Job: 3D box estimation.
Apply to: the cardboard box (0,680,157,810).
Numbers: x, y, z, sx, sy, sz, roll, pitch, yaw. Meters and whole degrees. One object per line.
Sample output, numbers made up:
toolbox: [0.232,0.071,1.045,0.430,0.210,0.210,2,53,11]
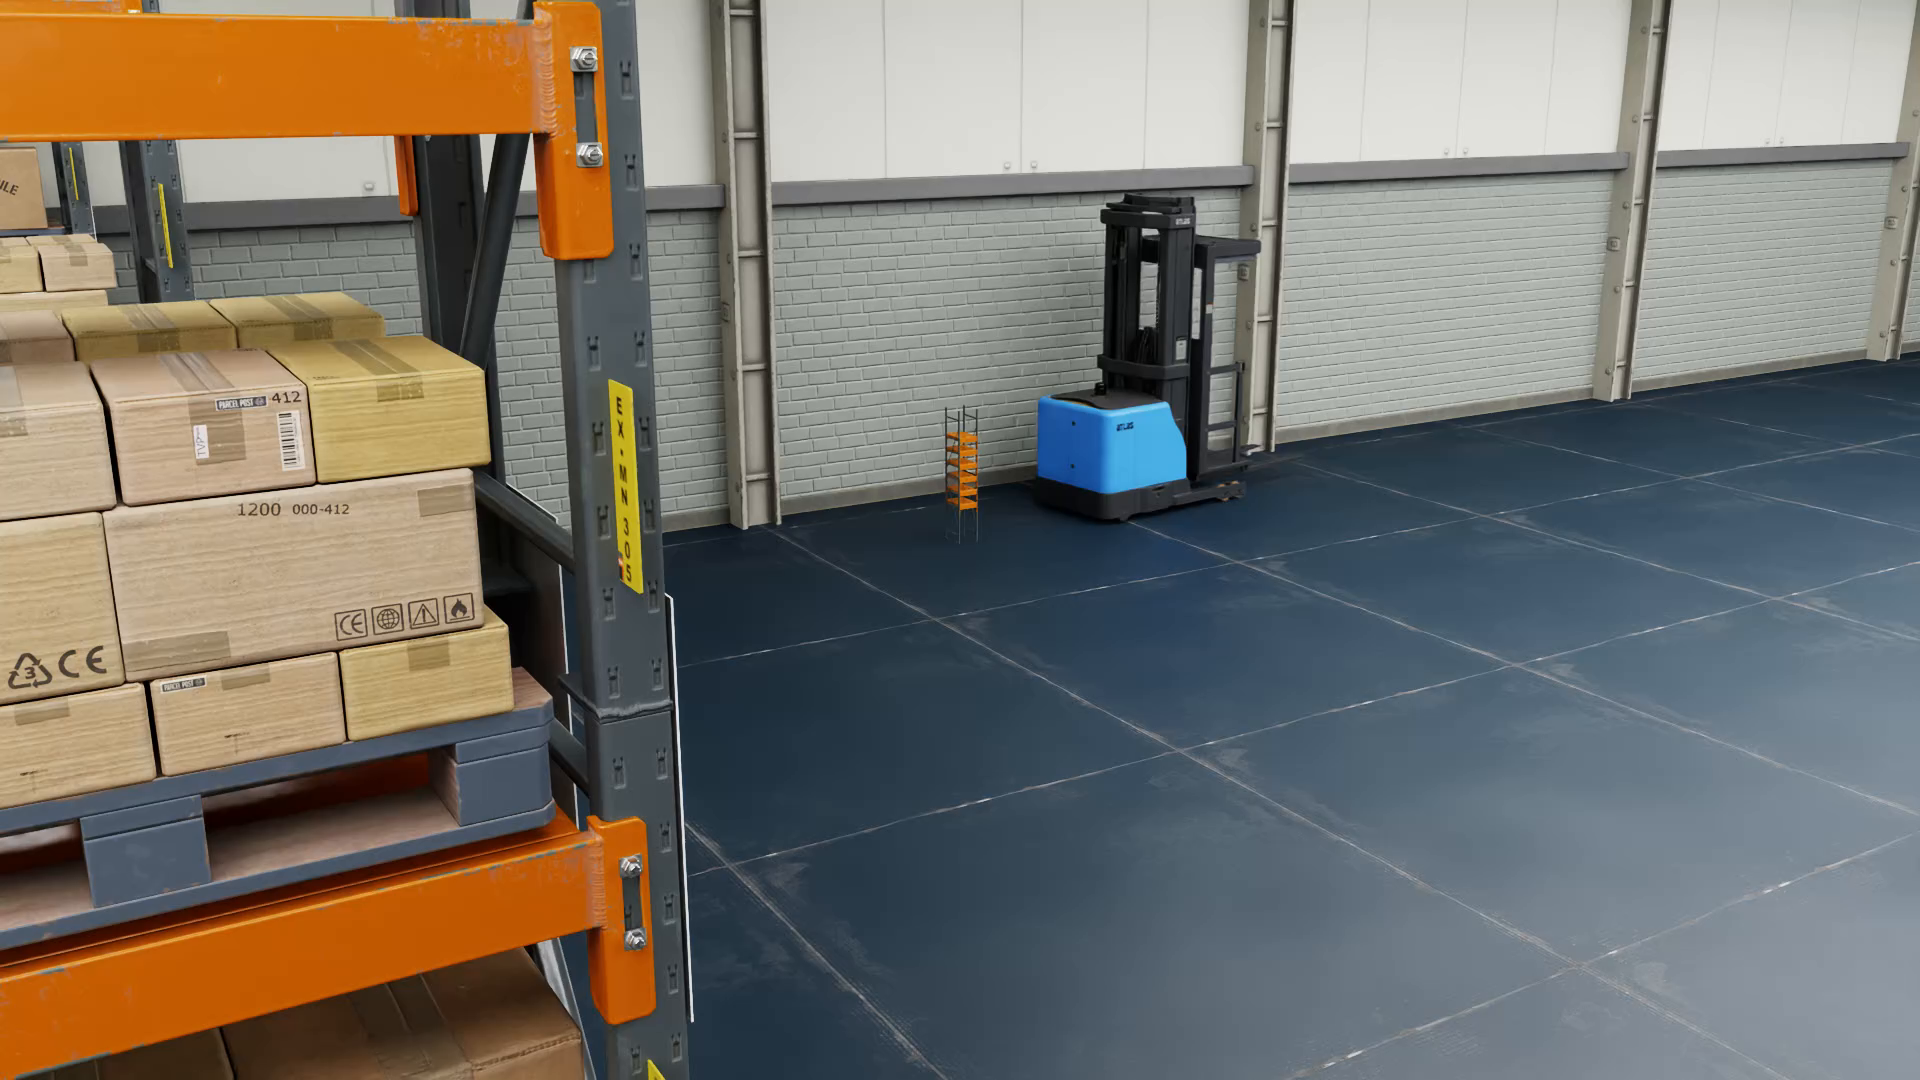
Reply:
cardboard box: [-1.337,0.244,2.428,0.250,0.149,0.380,-9,18,-29]

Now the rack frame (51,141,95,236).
rack frame: [-5.986,-3.546,10.887,0.127,3.000,1.000,-9,18,-30]

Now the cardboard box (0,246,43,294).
cardboard box: [-3.805,-1.074,6.616,0.250,0.149,0.380,-9,18,-29]

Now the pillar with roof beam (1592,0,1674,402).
pillar with roof beam: [10.599,-5.164,16.658,0.400,9.000,9.100,-9,18,-30]

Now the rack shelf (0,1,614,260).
rack shelf: [-2.505,-0.450,1.916,4.000,0.370,1.077,-9,18,-30]

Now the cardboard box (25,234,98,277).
cardboard box: [-3.836,-1.214,7.115,0.250,0.149,0.380,-9,18,-30]

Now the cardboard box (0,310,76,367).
cardboard box: [-1.675,-0.293,2.864,0.250,0.149,0.380,-9,18,-30]

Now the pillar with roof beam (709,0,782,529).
pillar with roof beam: [0.313,-3.496,10.708,0.400,9.000,9.100,-9,18,-30]

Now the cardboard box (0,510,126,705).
cardboard box: [-1.496,0.058,2.350,0.500,0.250,0.500,-9,18,-30]

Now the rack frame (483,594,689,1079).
rack frame: [-0.791,1.622,3.566,0.127,3.000,1.000,-9,18,-30]

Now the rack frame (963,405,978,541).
rack frame: [0.091,-0.592,14.800,0.006,1.200,0.240,-9,18,-30]

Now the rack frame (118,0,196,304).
rack frame: [-3.427,-2.398,6.792,0.127,3.000,1.000,-9,18,-30]

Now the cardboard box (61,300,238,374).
cardboard box: [-1.456,-0.328,2.991,0.250,0.149,0.380,-9,18,-29]

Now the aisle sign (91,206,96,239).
aisle sign: [-5.779,-1.850,11.136,0.004,0.787,0.394,-9,18,-30]

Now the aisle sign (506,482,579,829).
aisle sign: [-0.884,0.291,3.498,0.004,0.787,0.394,-9,18,-30]

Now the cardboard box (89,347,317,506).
cardboard box: [-1.119,-0.176,2.448,0.250,0.149,0.380,-9,18,-29]

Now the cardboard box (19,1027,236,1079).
cardboard box: [-1.553,1.170,2.899,0.550,0.550,0.875,-9,18,-30]

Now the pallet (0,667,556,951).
pallet: [-1.421,0.326,2.797,1.213,0.211,1.003,-9,18,-30]

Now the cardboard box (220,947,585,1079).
cardboard box: [-1.129,1.072,3.248,0.550,0.550,0.875,-9,18,-30]

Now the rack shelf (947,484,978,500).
rack shelf: [0.012,-0.421,14.799,0.180,0.103,0.258,-9,18,-30]

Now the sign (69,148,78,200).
sign: [-5.719,-2.362,10.728,0.005,0.325,0.100,-9,18,-30]

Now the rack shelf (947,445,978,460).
rack shelf: [0.012,-0.768,14.702,0.180,0.103,0.258,-9,18,-30]

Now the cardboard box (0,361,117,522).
cardboard box: [-1.339,-0.140,2.321,0.250,0.149,0.380,-9,18,-29]

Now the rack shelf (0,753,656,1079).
rack shelf: [-2.505,0.802,2.267,4.000,0.370,1.077,-9,18,-30]

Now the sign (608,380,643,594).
sign: [-0.523,-0.083,2.598,0.005,0.325,0.100,-9,18,-30]

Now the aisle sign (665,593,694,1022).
aisle sign: [-0.575,0.430,3.003,0.004,0.787,0.394,-9,18,-30]

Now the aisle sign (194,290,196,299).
aisle sign: [-3.224,-0.702,7.042,0.004,0.787,0.394,-9,18,-30]

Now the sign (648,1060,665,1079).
sign: [-0.523,1.078,2.923,0.005,0.325,0.100,-9,18,-30]

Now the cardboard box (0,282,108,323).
cardboard box: [-3.726,-0.891,6.701,0.500,0.250,0.500,-9,18,-30]

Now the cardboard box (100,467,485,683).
cardboard box: [-1.066,-0.011,2.598,0.500,0.250,0.500,-9,18,-29]

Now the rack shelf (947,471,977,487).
rack shelf: [0.012,-0.537,14.767,0.180,0.103,0.258,-9,18,-30]

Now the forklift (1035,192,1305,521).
forklift: [2.189,-1.888,16.214,3.031,2.935,1.130,-12,20,-37]

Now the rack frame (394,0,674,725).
rack frame: [-0.791,-1.267,2.756,0.127,3.000,1.000,-9,18,-30]

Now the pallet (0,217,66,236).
pallet: [-6.606,-1.967,10.975,1.213,0.211,1.003,-9,18,-30]

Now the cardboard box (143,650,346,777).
cardboard box: [-1.118,0.208,2.556,0.250,0.149,0.380,-9,18,-29]

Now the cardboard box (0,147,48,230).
cardboard box: [-6.240,-2.282,10.788,0.500,0.500,0.500,-9,18,-28]

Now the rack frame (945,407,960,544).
rack frame: [-0.066,-0.567,14.710,0.006,1.200,0.240,-9,18,-30]

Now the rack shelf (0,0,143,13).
rack shelf: [-5.141,-1.772,5.898,4.000,0.370,1.077,-9,18,-30]

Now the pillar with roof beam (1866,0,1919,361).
pillar with roof beam: [15.742,-5.998,19.634,0.400,9.000,9.100,-9,18,-30]

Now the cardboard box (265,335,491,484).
cardboard box: [-0.905,-0.210,2.570,0.250,0.149,0.380,-9,18,-29]

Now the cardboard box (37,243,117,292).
cardboard box: [-3.564,-1.101,6.712,0.250,0.149,0.380,-9,18,-29]

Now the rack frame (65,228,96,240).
rack frame: [-5.986,-0.657,11.697,0.127,3.000,1.000,-9,18,-30]

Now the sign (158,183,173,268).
sign: [-3.158,-1.249,6.609,0.005,0.325,0.100,-9,18,-30]

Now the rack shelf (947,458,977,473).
rack shelf: [0.012,-0.653,14.735,0.180,0.103,0.258,-9,18,-30]

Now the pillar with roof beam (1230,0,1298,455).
pillar with roof beam: [5.456,-4.330,13.683,0.400,9.000,9.100,-9,18,-30]

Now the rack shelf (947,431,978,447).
rack shelf: [0.012,-0.884,14.670,0.180,0.103,0.258,-9,18,-30]

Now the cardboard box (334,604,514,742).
cardboard box: [-0.901,0.173,2.680,0.250,0.149,0.380,-9,18,-30]

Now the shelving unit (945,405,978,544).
shelving unit: [0.012,-0.580,14.755,0.189,1.200,0.258,-9,18,-30]

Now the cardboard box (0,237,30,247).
cardboard box: [-4.044,-1.176,6.977,0.250,0.149,0.380,-9,18,-30]

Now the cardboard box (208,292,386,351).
cardboard box: [-1.241,-0.363,3.115,0.250,0.149,0.380,-9,18,-29]

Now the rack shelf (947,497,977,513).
rack shelf: [0.012,-0.306,14.832,0.180,0.103,0.258,-9,18,-30]
